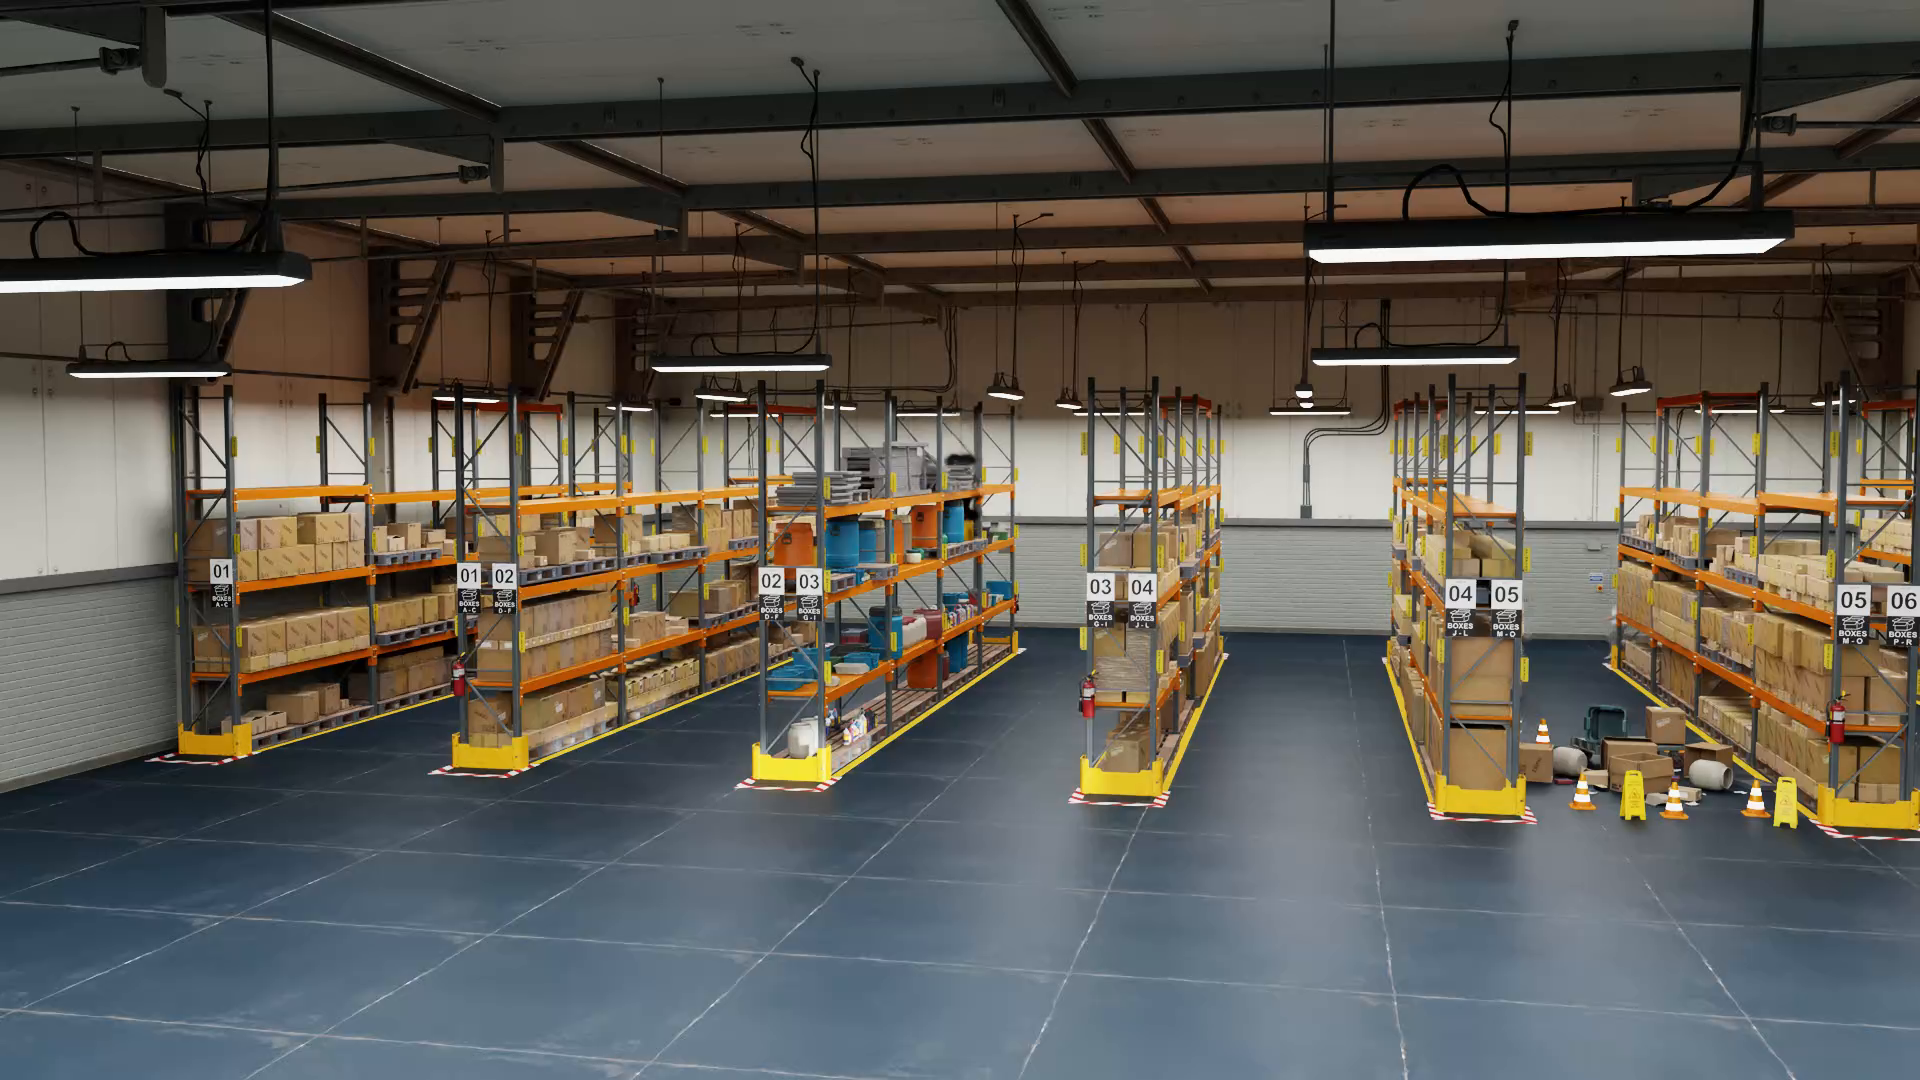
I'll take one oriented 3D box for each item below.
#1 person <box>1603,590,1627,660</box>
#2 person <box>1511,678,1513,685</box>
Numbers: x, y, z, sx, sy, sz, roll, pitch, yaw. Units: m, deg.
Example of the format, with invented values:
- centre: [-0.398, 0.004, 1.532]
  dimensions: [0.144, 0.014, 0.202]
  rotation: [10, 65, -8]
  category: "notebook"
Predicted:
- centre: [15.406, 1.972, 38.845]
  dimensions: [0.777, 1.748, 0.695]
  rotation: [2, 4, 35]
  category: "person"
- centre: [11.405, 2.220, 34.612]
  dimensions: [0.562, 1.714, 0.728]
  rotation: [0, 3, 5]
  category: "person"
